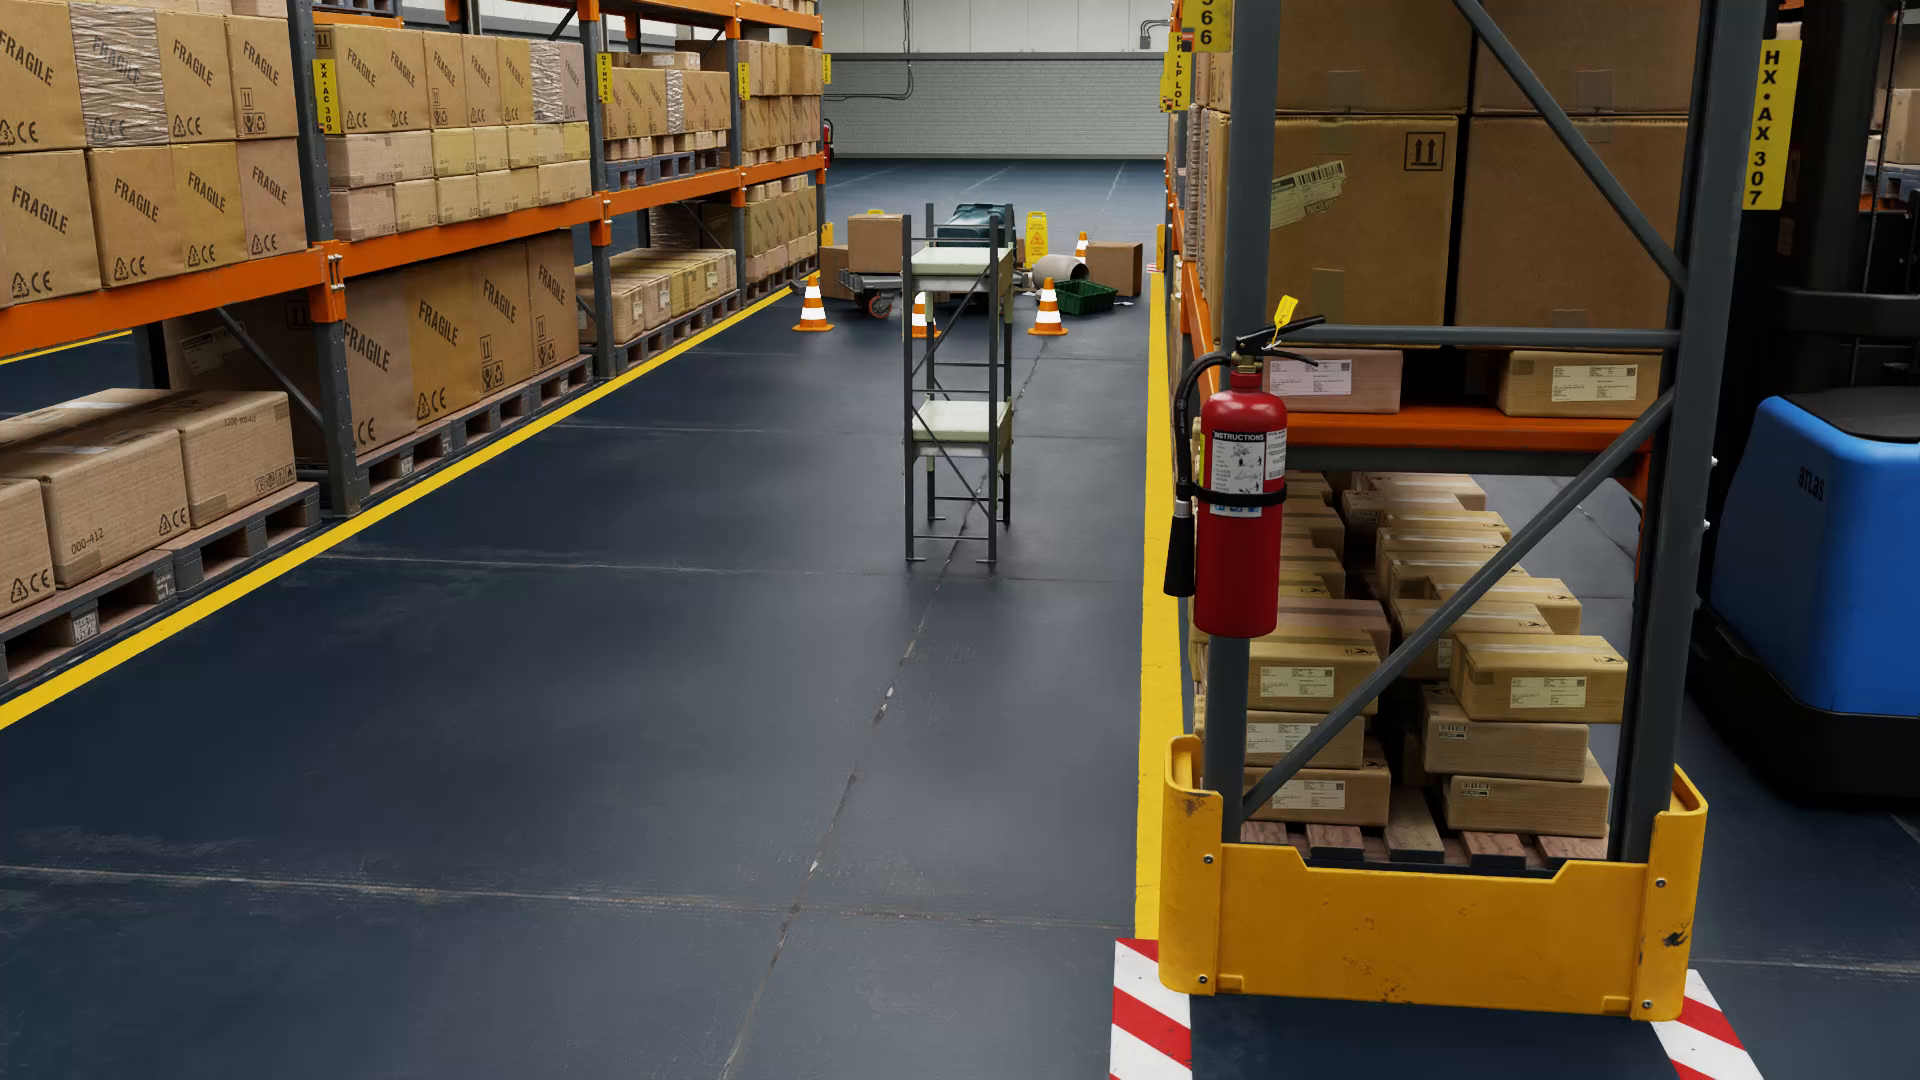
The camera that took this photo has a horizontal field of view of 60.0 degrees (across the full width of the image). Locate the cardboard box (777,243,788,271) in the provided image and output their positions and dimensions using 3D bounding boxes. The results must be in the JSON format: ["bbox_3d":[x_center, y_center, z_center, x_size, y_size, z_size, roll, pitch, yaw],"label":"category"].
[{"bbox_3d":[-2.085,-2.945,17.271,0.500,0.250,0.500,1,15,6],"label":"cardboard box"}]

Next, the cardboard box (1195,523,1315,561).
[{"bbox_3d":[0.913,0.054,5.233,0.380,0.149,0.250,2,15,8],"label":"cardboard box"}]

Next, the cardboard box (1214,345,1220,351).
[{"bbox_3d":[0.890,-0.584,4.556,0.380,0.149,0.250,2,15,8],"label":"cardboard box"}]

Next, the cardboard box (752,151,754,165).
[{"bbox_3d":[-2.195,-3.666,15.956,0.380,0.149,0.250,2,15,8],"label":"cardboard box"}]

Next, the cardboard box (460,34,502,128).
[{"bbox_3d":[-2.952,-2.607,9.450,0.500,0.500,0.500,1,15,5],"label":"cardboard box"}]

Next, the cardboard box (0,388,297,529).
[{"bbox_3d":[-3.606,-0.380,7.424,0.875,0.438,0.875,1,15,5],"label":"cardboard box"}]

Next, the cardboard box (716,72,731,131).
[{"bbox_3d":[-2.350,-3.916,14.833,0.500,0.500,0.500,1,15,5],"label":"cardboard box"}]

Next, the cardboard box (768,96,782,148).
[{"bbox_3d":[-2.096,-4.207,16.712,0.500,0.500,0.500,2,15,6],"label":"cardboard box"}]

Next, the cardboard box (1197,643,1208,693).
[{"bbox_3d":[0.883,0.333,4.770,0.380,0.149,0.250,1,15,4],"label":"cardboard box"}]

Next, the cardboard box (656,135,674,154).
[{"bbox_3d":[-2.525,-3.189,13.386,0.380,0.149,0.250,2,15,8],"label":"cardboard box"}]

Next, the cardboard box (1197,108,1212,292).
[{"bbox_3d":[0.956,-0.998,4.844,0.500,0.500,0.500,2,15,6],"label":"cardboard box"}]

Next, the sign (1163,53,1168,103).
[{"bbox_3d":[1.401,-3.066,11.035,0.100,0.325,0.005,2,15,6],"label":"sign"}]

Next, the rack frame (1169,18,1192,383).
[{"bbox_3d":[1.953,-2.491,11.129,1.000,3.000,0.127,2,15,6],"label":"rack frame"}]

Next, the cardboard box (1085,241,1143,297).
[{"bbox_3d":[1.559,-2.756,16.892,0.500,0.500,0.500,4,16,16],"label":"cardboard box"}]

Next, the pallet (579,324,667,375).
[{"bbox_3d":[-2.888,-1.467,12.685,1.003,0.211,1.213,2,15,6],"label":"pallet"}]

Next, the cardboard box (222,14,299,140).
[{"bbox_3d":[-3.207,-1.974,7.108,0.500,0.500,0.500,2,15,6],"label":"cardboard box"}]

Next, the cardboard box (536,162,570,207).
[{"bbox_3d":[-2.818,-2.267,10.586,0.500,0.250,0.500,2,15,7],"label":"cardboard box"}]

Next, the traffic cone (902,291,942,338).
[{"bbox_3d":[-0.314,-1.956,14.010,0.336,0.463,0.334,2,15,6],"label":"traffic cone"}]

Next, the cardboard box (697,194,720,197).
[{"bbox_3d":[-2.614,-3.311,17.189,0.500,0.500,0.500,3,15,9],"label":"cardboard box"}]

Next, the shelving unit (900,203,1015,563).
[{"bbox_3d":[0.001,-0.726,7.473,0.431,1.500,0.755,2,15,6],"label":"shelving unit"}]

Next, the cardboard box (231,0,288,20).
[{"bbox_3d":[-3.147,-2.328,7.176,0.380,0.149,0.250,1,15,5],"label":"cardboard box"}]

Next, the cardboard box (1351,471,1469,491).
[{"bbox_3d":[1.664,-0.198,6.163,0.380,0.149,0.250,1,15,4],"label":"cardboard box"}]

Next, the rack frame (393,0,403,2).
[{"bbox_3d":[-7.007,-7.727,18.999,1.000,3.000,0.127,2,15,6],"label":"rack frame"}]

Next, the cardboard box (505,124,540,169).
[{"bbox_3d":[-2.871,-2.380,10.048,0.500,0.250,0.500,1,15,5],"label":"cardboard box"}]

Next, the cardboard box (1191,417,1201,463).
[{"bbox_3d":[1.167,-0.415,6.967,0.380,0.149,0.250,2,15,9],"label":"cardboard box"}]

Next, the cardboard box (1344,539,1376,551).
[{"bbox_3d":[1.493,0.073,5.732,0.380,0.149,0.250,2,15,9],"label":"cardboard box"}]

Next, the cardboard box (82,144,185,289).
[{"bbox_3d":[-3.322,-1.230,6.271,0.500,0.500,0.500,1,15,5],"label":"cardboard box"}]

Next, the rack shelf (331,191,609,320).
[{"bbox_3d":[-3.203,-1.745,9.747,1.077,0.370,4.000,2,15,6],"label":"rack shelf"}]

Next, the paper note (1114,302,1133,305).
[{"bbox_3d":[1.580,-2.297,16.097,0.147,0.020,0.142,-10,18,-32],"label":"paper note"}]

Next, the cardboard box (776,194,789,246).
[{"bbox_3d":[-2.082,-3.304,17.163,0.500,0.500,0.500,3,15,9],"label":"cardboard box"}]

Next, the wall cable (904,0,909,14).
[{"bbox_3d":[-0.261,-16.938,49.337,3.097,2.526,0.112,2,15,6],"label":"wall cable"}]

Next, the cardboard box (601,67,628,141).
[{"bbox_3d":[-2.696,-3.115,11.871,0.500,0.500,0.500,1,15,5],"label":"cardboard box"}]

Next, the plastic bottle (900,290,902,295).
[{"bbox_3d":[-0.517,-2.509,16.825,0.133,0.061,0.283,4,16,16],"label":"plastic bottle"}]

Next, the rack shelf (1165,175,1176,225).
[{"bbox_3d":[2.178,-2.663,13.141,1.077,0.370,4.000,2,15,6],"label":"rack shelf"}]

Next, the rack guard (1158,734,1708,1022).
[{"bbox_3d":[1.059,0.770,3.855,1.175,0.500,0.348,2,15,6],"label":"rack guard"}]

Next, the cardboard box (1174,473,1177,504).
[{"bbox_3d":[1.141,-0.195,7.295,0.380,0.149,0.250,1,15,4],"label":"cardboard box"}]

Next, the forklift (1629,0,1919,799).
[{"bbox_3d":[3.138,-0.998,5.737,1.130,2.935,3.031,2,15,9],"label":"forklift"}]

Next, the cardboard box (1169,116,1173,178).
[{"bbox_3d":[1.962,-3.188,13.514,0.500,0.500,0.500,2,15,6],"label":"cardboard box"}]

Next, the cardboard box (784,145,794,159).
[{"bbox_3d":[-1.979,-4.127,17.661,0.380,0.149,0.250,2,15,6],"label":"cardboard box"}]

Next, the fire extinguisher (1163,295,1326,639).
[{"bbox_3d":[0.563,-0.147,3.323,0.296,0.674,0.183,2,15,6],"label":"fire extinguisher"}]

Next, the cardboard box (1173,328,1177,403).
[{"bbox_3d":[1.455,-0.915,9.285,0.500,0.500,0.500,1,15,5],"label":"cardboard box"}]

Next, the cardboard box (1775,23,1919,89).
[{"bbox_3d":[7.092,-3.647,13.449,1.000,1.000,1.000,2,15,7],"label":"cardboard box"}]

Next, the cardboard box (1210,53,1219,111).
[{"bbox_3d":[0.912,-1.348,4.225,0.500,0.500,0.500,1,15,4],"label":"cardboard box"}]

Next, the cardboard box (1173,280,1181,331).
[{"bbox_3d":[1.451,-1.283,9.208,0.500,0.250,0.500,1,15,4],"label":"cardboard box"}]

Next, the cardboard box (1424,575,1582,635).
[{"bbox_3d":[1.514,0.207,4.666,0.380,0.149,0.250,2,15,6],"label":"cardboard box"}]

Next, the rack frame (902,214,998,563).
[{"bbox_3d":[-0.041,-0.631,7.122,0.400,1.500,0.023,2,15,6],"label":"rack frame"}]

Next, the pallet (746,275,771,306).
[{"bbox_3d":[-2.485,-2.478,16.420,1.003,0.211,1.213,2,15,6],"label":"pallet"}]

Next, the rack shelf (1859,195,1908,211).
[{"bbox_3d":[7.095,-2.491,12.504,1.077,0.370,4.000,2,15,6],"label":"rack shelf"}]

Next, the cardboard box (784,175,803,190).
[{"bbox_3d":[-1.912,-3.859,17.969,0.380,0.149,0.250,2,15,7],"label":"cardboard box"}]

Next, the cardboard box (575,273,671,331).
[{"bbox_3d":[-2.828,-1.883,13.109,0.950,0.372,0.625,1,15,5],"label":"cardboard box"}]

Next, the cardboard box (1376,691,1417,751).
[{"bbox_3d":[1.396,0.496,4.740,0.380,0.149,0.250,2,15,7],"label":"cardboard box"}]

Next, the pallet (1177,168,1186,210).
[{"bbox_3d":[1.978,-2.211,10.459,1.213,0.211,1.003,2,15,6],"label":"pallet"}]

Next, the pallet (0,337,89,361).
[{"bbox_3d":[-7.778,-1.622,13.258,1.003,0.211,1.213,2,15,6],"label":"pallet"}]

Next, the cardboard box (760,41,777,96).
[{"bbox_3d":[-2.181,-4.562,16.112,0.700,0.500,0.500,2,15,7],"label":"cardboard box"}]

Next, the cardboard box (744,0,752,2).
[{"bbox_3d":[-2.159,-5.115,15.566,0.380,0.149,0.250,2,15,6],"label":"cardboard box"}]
